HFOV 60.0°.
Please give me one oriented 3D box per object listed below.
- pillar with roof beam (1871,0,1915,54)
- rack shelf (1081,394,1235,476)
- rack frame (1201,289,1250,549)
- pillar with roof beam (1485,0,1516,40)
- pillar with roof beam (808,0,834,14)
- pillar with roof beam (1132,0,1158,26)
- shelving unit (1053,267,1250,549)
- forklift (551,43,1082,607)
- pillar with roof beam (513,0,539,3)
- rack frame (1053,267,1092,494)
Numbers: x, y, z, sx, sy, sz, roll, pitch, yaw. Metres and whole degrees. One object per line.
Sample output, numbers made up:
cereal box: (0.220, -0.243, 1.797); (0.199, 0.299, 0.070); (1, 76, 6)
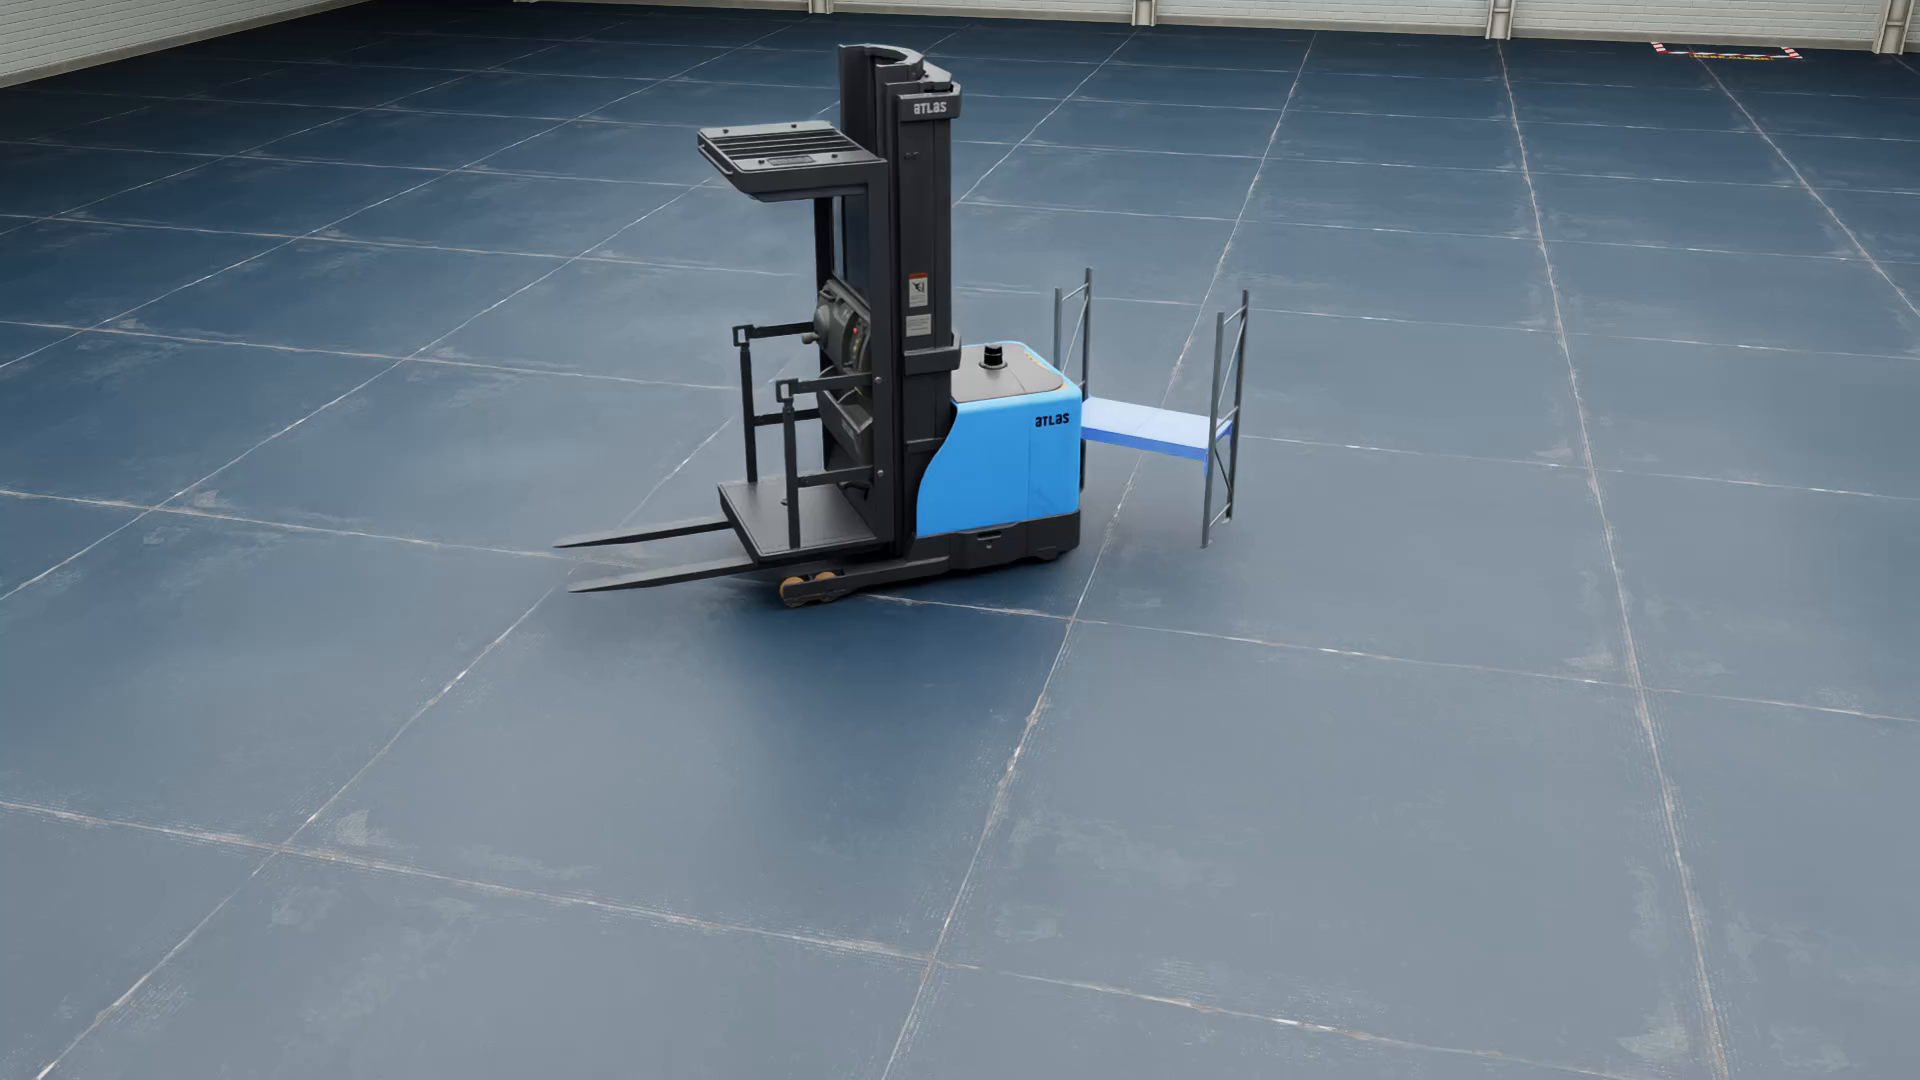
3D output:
pillar with roof beam: (13.803, -10.098, 20.993); (0.400, 9.000, 9.100); (6, 26, 13)
rack shelf: (1.147, -0.660, 10.309); (1.000, 0.185, 0.538); (12, 28, 24)
rack frame: (1.599, -0.722, 10.022); (0.032, 1.500, 0.500); (12, 28, 24)
pillar with roof beam: (7.992, -10.741, 22.342); (0.400, 9.000, 9.100); (6, 26, 13)
pillar with roof beam: (-3.630, -12.025, 25.040); (0.400, 9.000, 9.100); (6, 26, 13)
pillar with roof beam: (2.181, -11.383, 23.691); (0.400, 9.000, 9.100); (6, 26, 13)
shelving unit: (1.147, -0.822, 10.232); (1.048, 1.500, 0.538); (12, 28, 24)
forklift: (-0.850, -1.199, 9.359); (3.031, 2.935, 1.130); (-9, 27, -18)
pillar with roof beam: (-9.441, -12.668, 26.389); (0.400, 9.000, 9.100); (6, 26, 13)
rack frame: (0.695, -0.922, 10.441); (0.032, 1.500, 0.500); (12, 28, 24)
